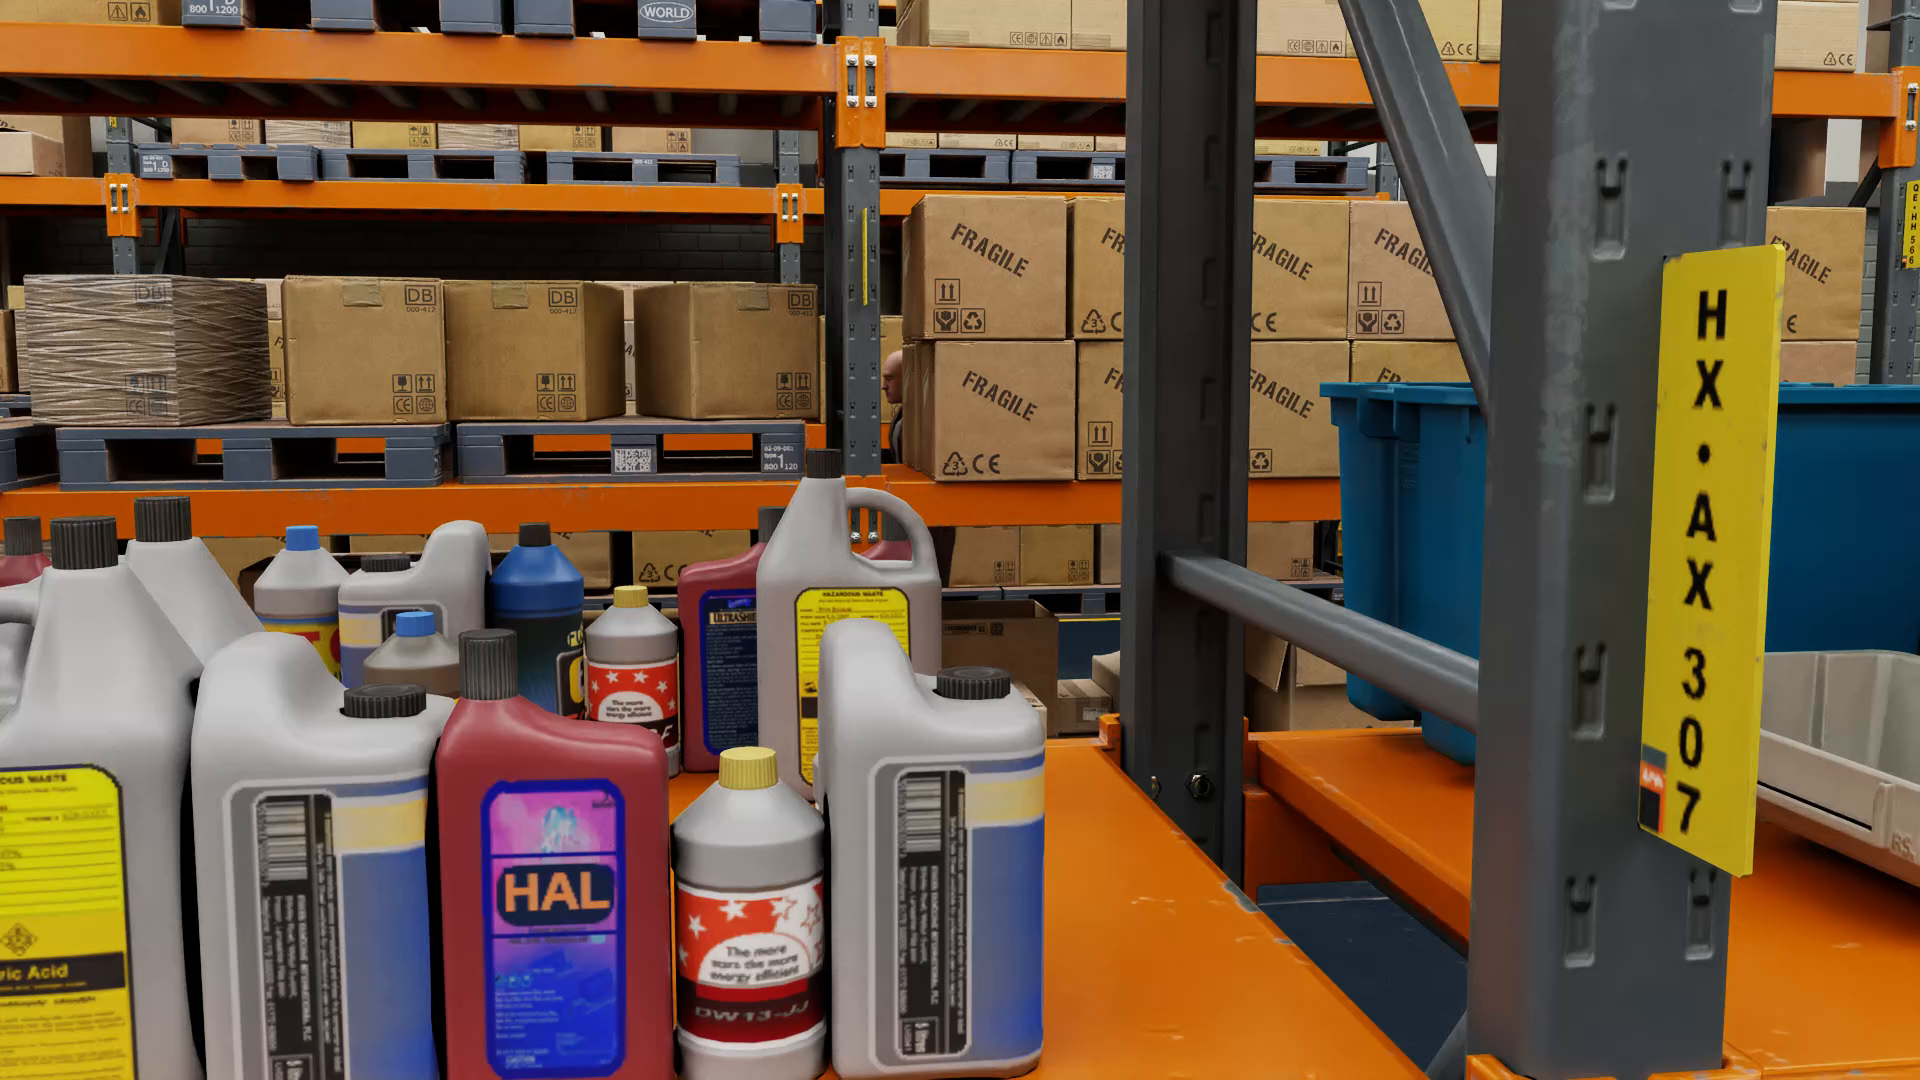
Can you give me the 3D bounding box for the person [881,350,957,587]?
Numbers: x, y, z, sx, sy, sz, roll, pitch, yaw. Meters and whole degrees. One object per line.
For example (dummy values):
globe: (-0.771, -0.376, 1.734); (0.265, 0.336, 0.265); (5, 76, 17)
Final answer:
person: (-0.222, -0.018, 7.942); (0.433, 1.772, 0.649); (-2, 7, -15)
